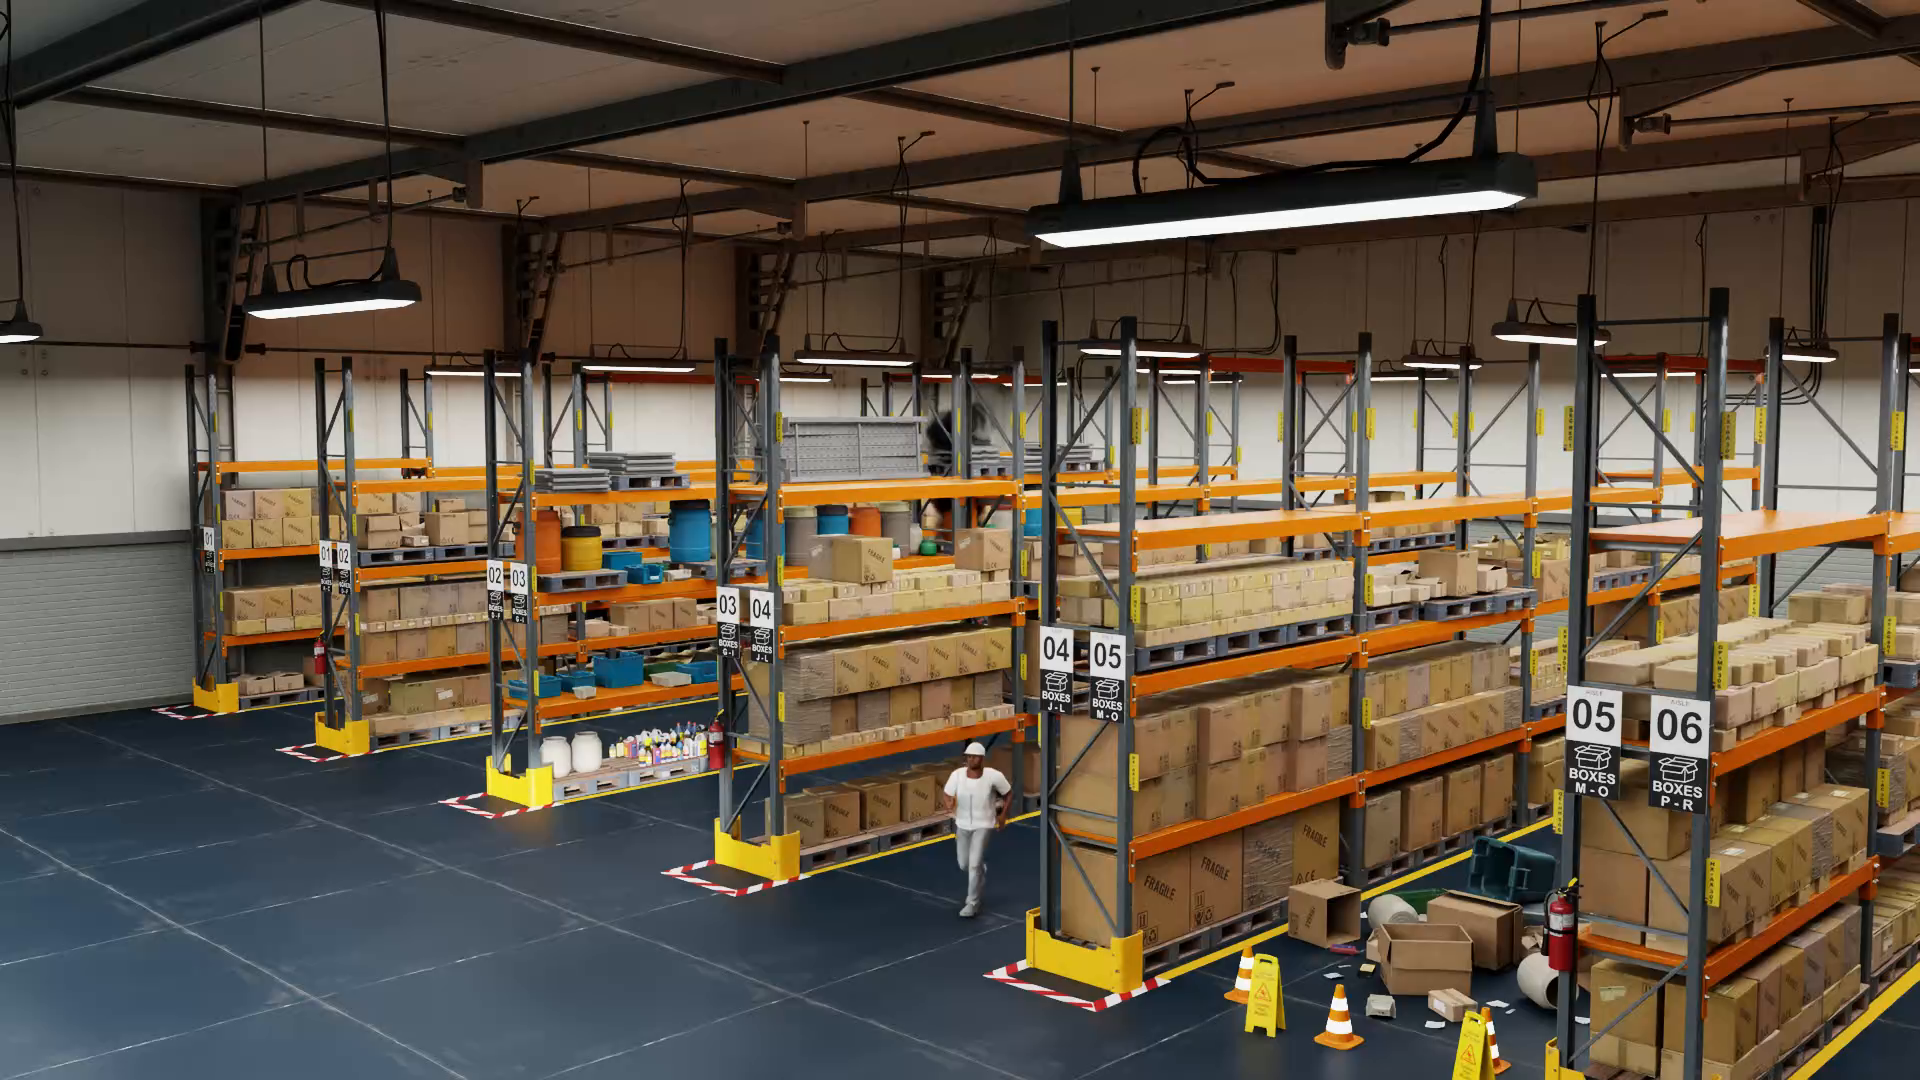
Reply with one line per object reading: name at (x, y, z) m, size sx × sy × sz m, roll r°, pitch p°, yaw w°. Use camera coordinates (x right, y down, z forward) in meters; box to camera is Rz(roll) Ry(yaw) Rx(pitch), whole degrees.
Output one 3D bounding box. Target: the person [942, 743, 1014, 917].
person at (0.166, 2.959, 17.267) m, size 0.724 × 1.749 × 0.864 m, roll 2°, pitch 5°, yaw 20°
